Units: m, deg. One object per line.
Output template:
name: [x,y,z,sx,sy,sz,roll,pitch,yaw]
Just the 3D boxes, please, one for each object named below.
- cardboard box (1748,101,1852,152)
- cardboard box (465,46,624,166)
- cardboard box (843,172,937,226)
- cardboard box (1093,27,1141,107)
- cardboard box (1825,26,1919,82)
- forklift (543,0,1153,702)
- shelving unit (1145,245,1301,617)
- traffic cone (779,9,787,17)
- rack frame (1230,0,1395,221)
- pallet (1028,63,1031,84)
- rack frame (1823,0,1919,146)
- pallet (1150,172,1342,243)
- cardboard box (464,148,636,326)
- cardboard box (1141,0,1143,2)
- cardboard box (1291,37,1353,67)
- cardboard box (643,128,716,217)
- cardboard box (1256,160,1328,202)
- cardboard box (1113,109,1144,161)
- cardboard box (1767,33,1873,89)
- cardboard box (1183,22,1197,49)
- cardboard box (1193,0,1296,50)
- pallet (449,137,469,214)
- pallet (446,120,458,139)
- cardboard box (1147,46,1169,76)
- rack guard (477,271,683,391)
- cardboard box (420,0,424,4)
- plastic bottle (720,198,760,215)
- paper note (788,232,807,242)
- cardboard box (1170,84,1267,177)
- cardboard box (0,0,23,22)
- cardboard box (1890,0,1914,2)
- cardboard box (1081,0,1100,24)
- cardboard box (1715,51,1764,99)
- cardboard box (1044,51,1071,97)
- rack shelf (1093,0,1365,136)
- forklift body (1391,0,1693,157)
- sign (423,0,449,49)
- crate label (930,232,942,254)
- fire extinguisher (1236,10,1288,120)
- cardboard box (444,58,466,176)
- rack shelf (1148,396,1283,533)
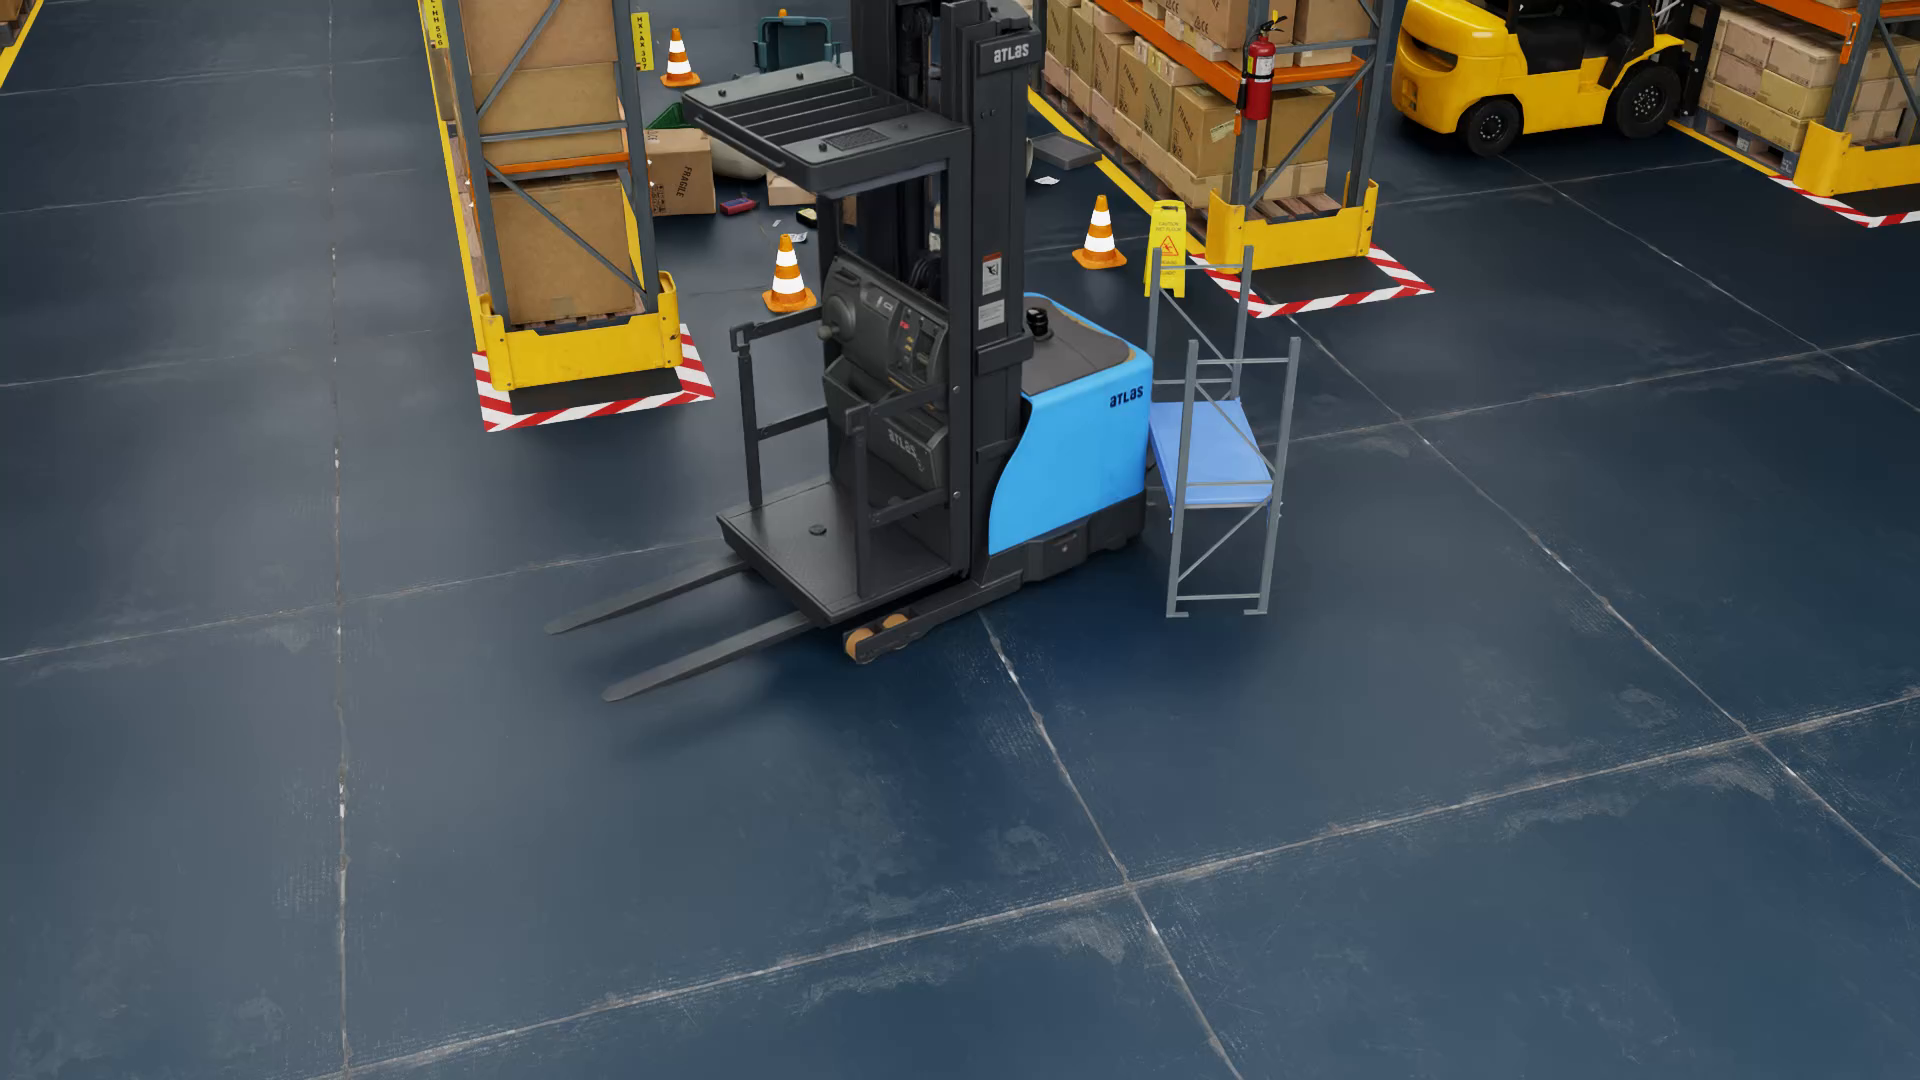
cardboard box: [6.628,-3.293,13.125,0.500,0.250,0.500,-10,35,-14]
cardboard box: [-2.494,-2.599,9.826,0.875,0.550,0.550,-10,35,-15]
cardboard box: [-0.601,-2.689,12.363,0.637,0.503,0.797,19,38,26]
cardboard box: [1.380,-3.769,13.165,0.500,0.500,0.500,-8,34,-12]
cardboard box: [7.106,-3.800,12.987,0.500,0.250,0.500,-11,35,-15]
forklift: [-0.521,-0.969,7.558,3.031,2.935,1.130,-22,39,-29]
shelving unit: [1.233,-0.541,8.209,0.538,1.500,1.048,-2,34,-3]
traffic cone: [-1.626,-4.676,15.406,0.336,0.463,0.334,-10,35,-15]
rack frame: [2.346,-3.234,10.924,1.000,3.000,0.127,-10,35,-15]
pallet: [0.887,-4.580,15.489,1.003,0.211,1.213,-10,35,-15]
rack frame: [7.072,-4.071,12.190,1.000,3.000,0.127,-10,35,-15]
pallet: [2.109,-2.543,12.408,1.003,0.211,1.213,-10,35,-15]
cardboard box: [-2.607,-1.983,10.576,0.875,0.875,0.875,-10,35,-14]
cardboard box: [1.581,-4.096,12.455,0.380,0.149,0.250,-10,35,-15]
cardboard box: [2.440,-3.343,11.316,0.380,0.149,0.250,-10,35,-15]
cardboard box: [-2.107,-2.765,12.478,0.500,0.500,0.500,-4,34,-6]
cardboard box: [2.363,-2.732,12.277,0.500,0.250,0.500,-10,35,-15]
cardboard box: [1.528,-3.189,12.968,0.500,0.250,0.500,-11,35,-16]
cardboard box: [6.635,-3.706,12.843,0.500,0.250,0.500,-9,34,-13]
cardboard box: [1.788,-3.543,11.618,0.380,0.149,0.250,-11,35,-16]
cardboard box: [1.918,-3.639,11.175,0.500,0.500,0.500,-11,35,-16]
pallet: [-3.400,-2.873,12.907,1.003,0.211,1.213,-10,35,-15]
pallet: [-3.864,-3.678,14.125,1.003,0.211,1.213,-10,35,-15]
cardboard box: [1.604,-3.537,12.226,0.380,0.149,0.250,-9,35,-14]
rack guard: [-2.330,-1.293,10.254,1.175,0.500,0.348,-10,35,-15]
cardboard box: [-4.123,-4.504,14.504,1.050,0.750,0.750,-10,35,-15]
plastic bottle: [-1.653,-2.517,12.504,0.283,0.061,0.133,-23,40,-31]
paper note: [-1.186,-2.196,12.048,0.144,0.017,0.142,1,33,2]
cardboard box: [1.853,-2.952,11.930,0.500,0.500,0.500,-10,35,-14]
cardboard box: [-9.723,-5.423,15.782,1.225,0.875,0.875,-12,35,-17]
cardboard box: [7.185,-4.420,12.627,0.500,0.500,0.500,-9,34,-13]
cardboard box: [1.188,-4.246,13.299,0.380,0.149,0.250,-9,34,-13]
cardboard box: [6.483,-3.776,13.403,0.500,0.250,0.500,-10,35,-15]
cardboard box: [1.049,-4.007,14.207,0.500,0.250,0.500,-12,35,-17]
rack shelf: [1.736,-3.984,12.711,1.077,0.370,4.000,-10,35,-15]
forklift body: [4.756,-4.406,13.466,2.313,2.155,1.214,-10,35,-15]
sign: [-2.858,-2.847,9.072,0.100,0.325,0.005,-10,35,-15]
crate label: [-0.266,-2.086,11.783,0.298,0.136,0.250,27,42,34]
fire extinguisher: [1.942,-3.065,10.737,0.296,0.674,0.183,-10,35,-15]
cardboard box: [-3.432,-3.396,12.715,0.875,0.875,0.875,-9,35,-14]
rack shelf: [1.233,-0.391,8.308,0.538,0.185,1.000,-2,34,-3]
